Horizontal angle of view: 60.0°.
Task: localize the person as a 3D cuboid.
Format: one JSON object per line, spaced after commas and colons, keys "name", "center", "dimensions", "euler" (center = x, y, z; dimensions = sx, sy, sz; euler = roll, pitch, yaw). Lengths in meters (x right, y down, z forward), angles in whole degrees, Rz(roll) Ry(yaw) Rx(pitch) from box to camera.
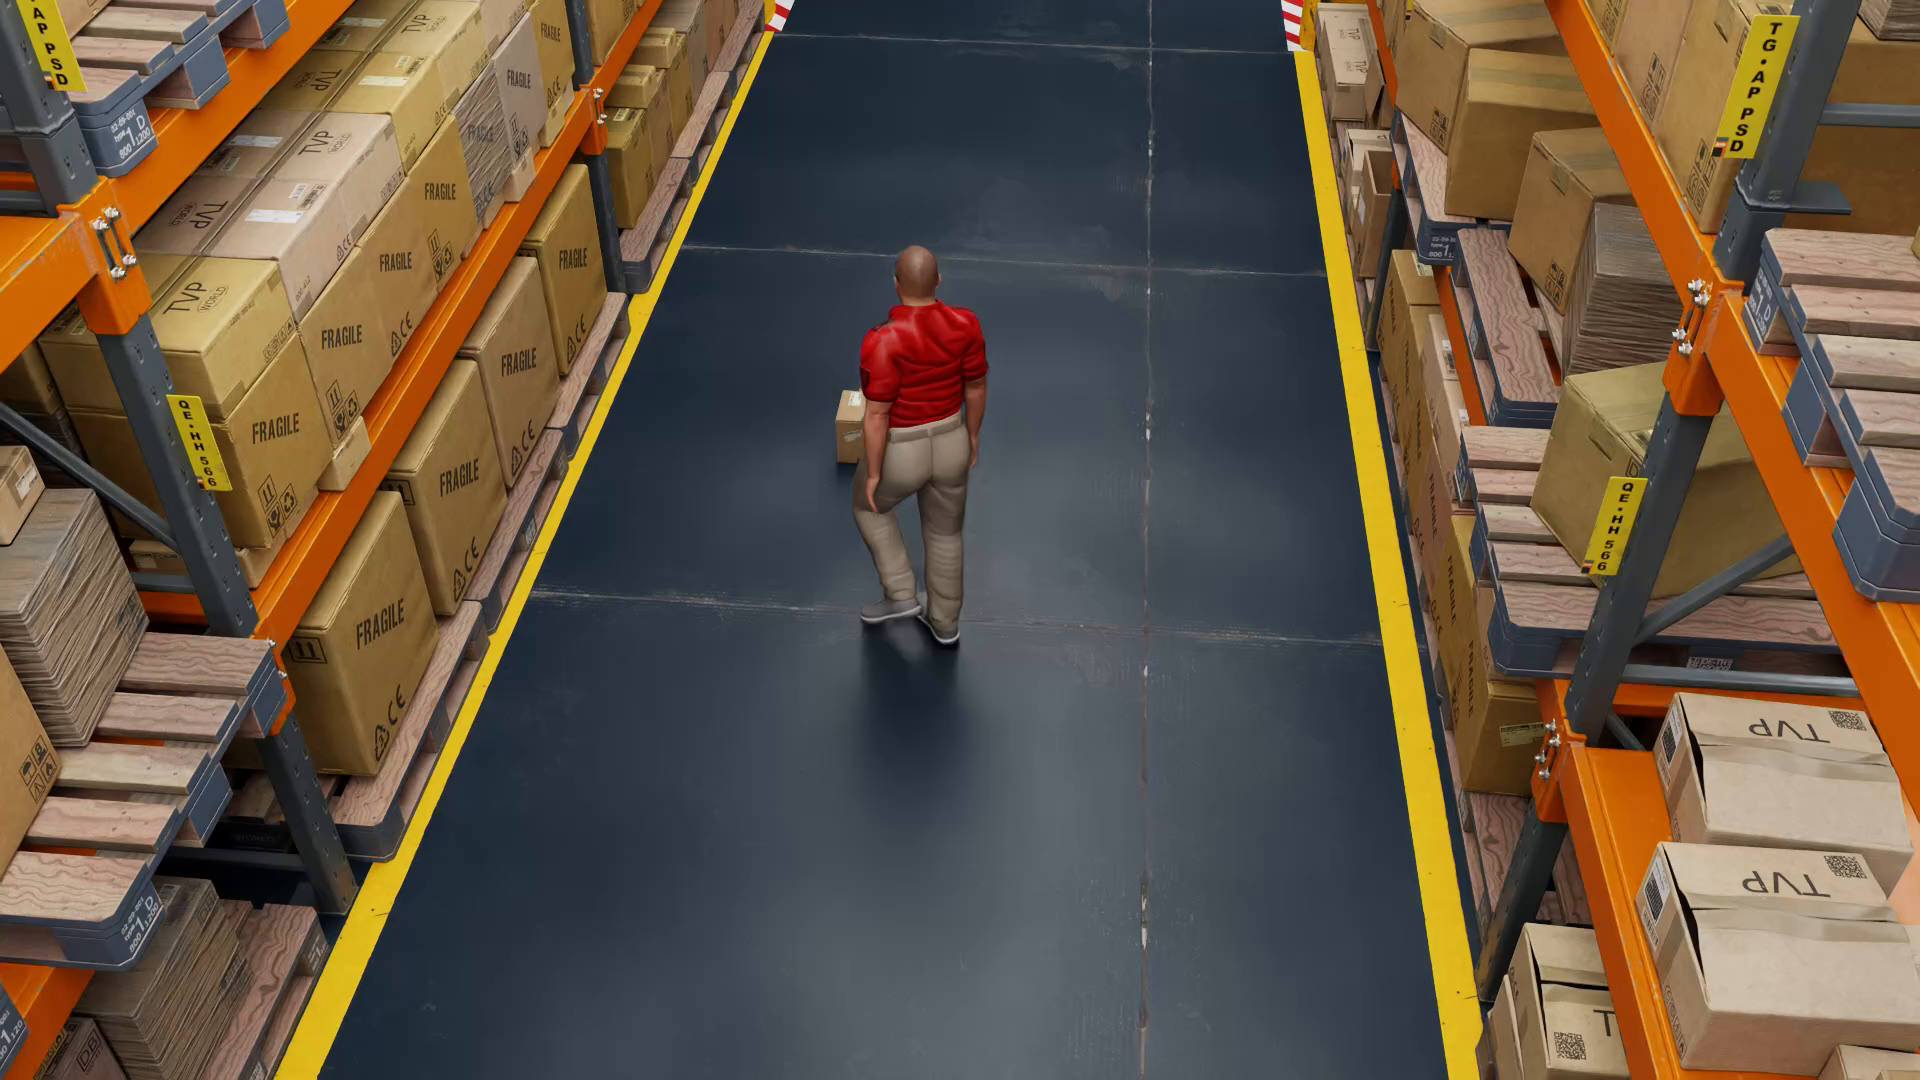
{"name": "person", "center": [-0.151, -0.353, 6.568], "dimensions": [0.571, 1.710, 0.508], "euler": [-16, 42, -18]}
